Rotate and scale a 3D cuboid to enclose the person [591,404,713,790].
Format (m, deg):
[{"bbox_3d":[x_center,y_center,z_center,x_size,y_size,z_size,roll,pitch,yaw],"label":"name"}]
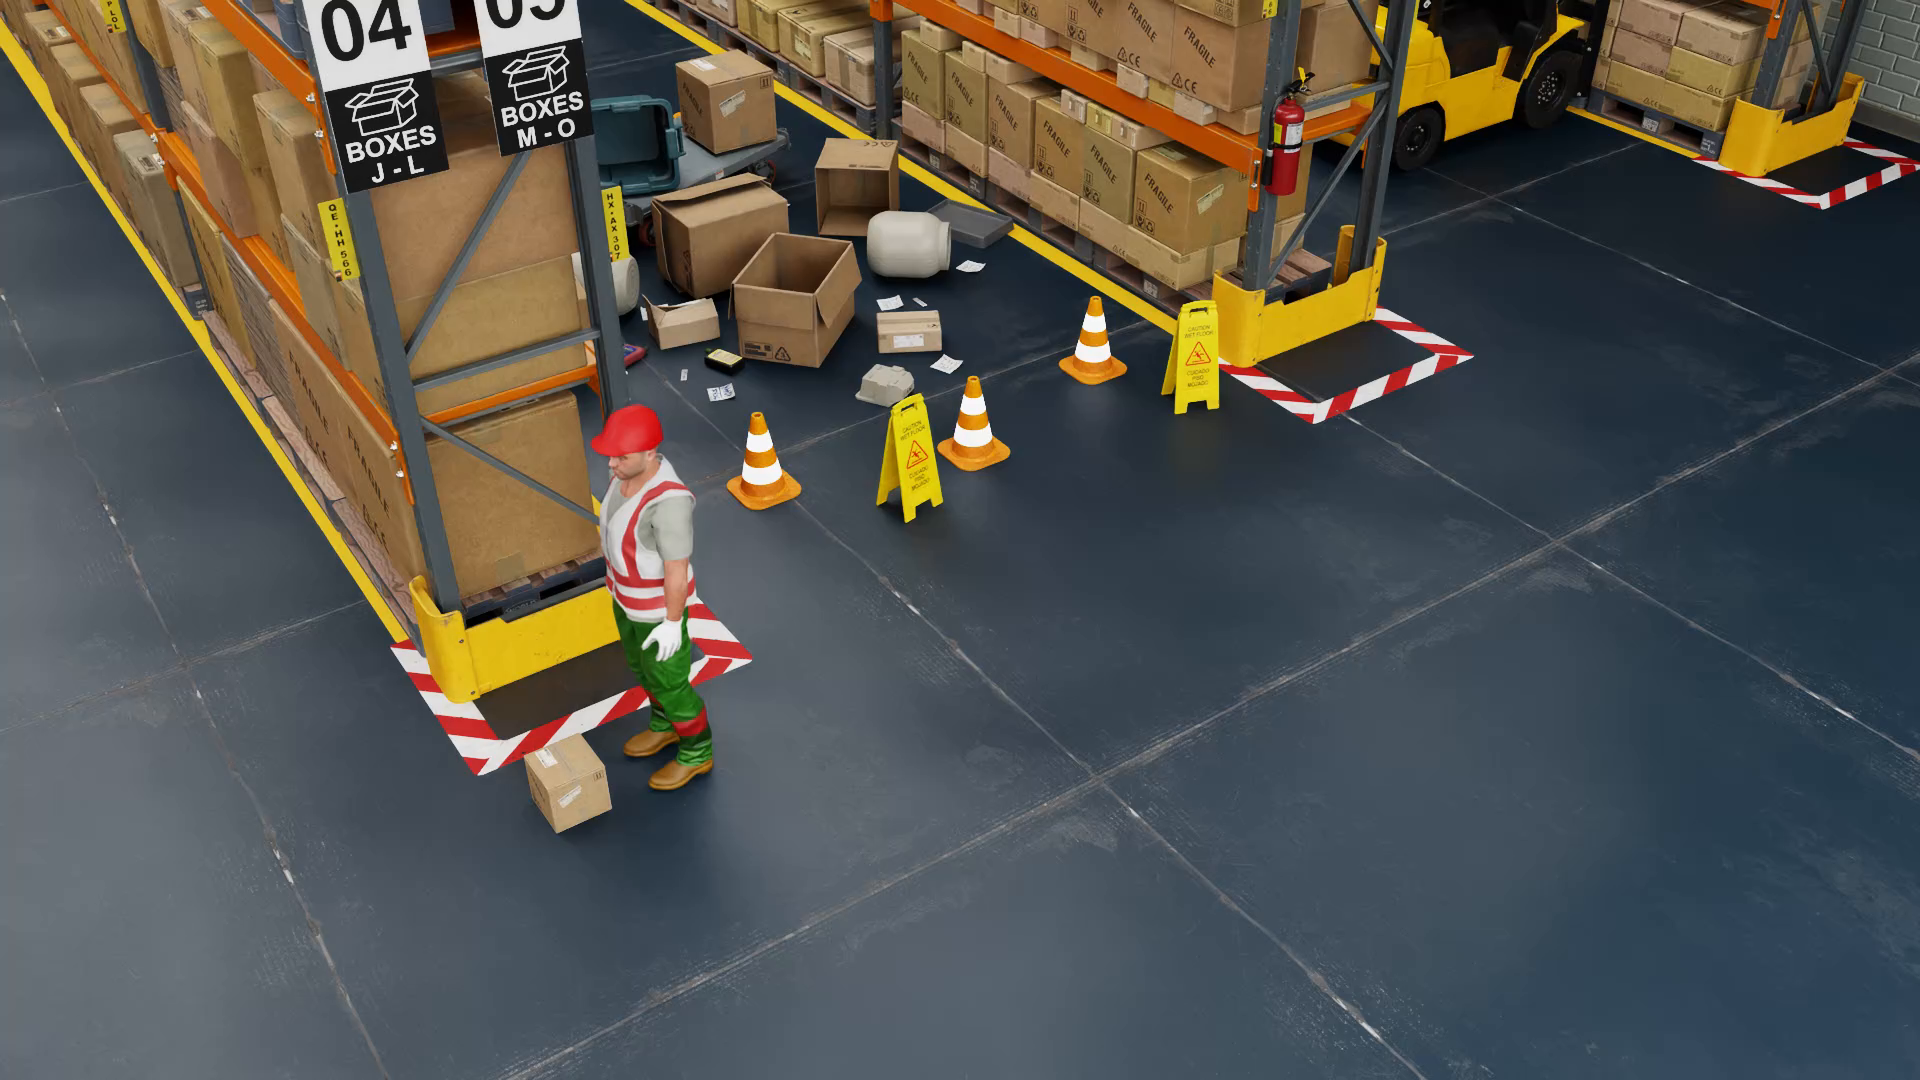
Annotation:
[{"bbox_3d":[-1.232,0.234,6.664,0.345,1.783,0.526,-22,41,-27],"label":"person"}]
